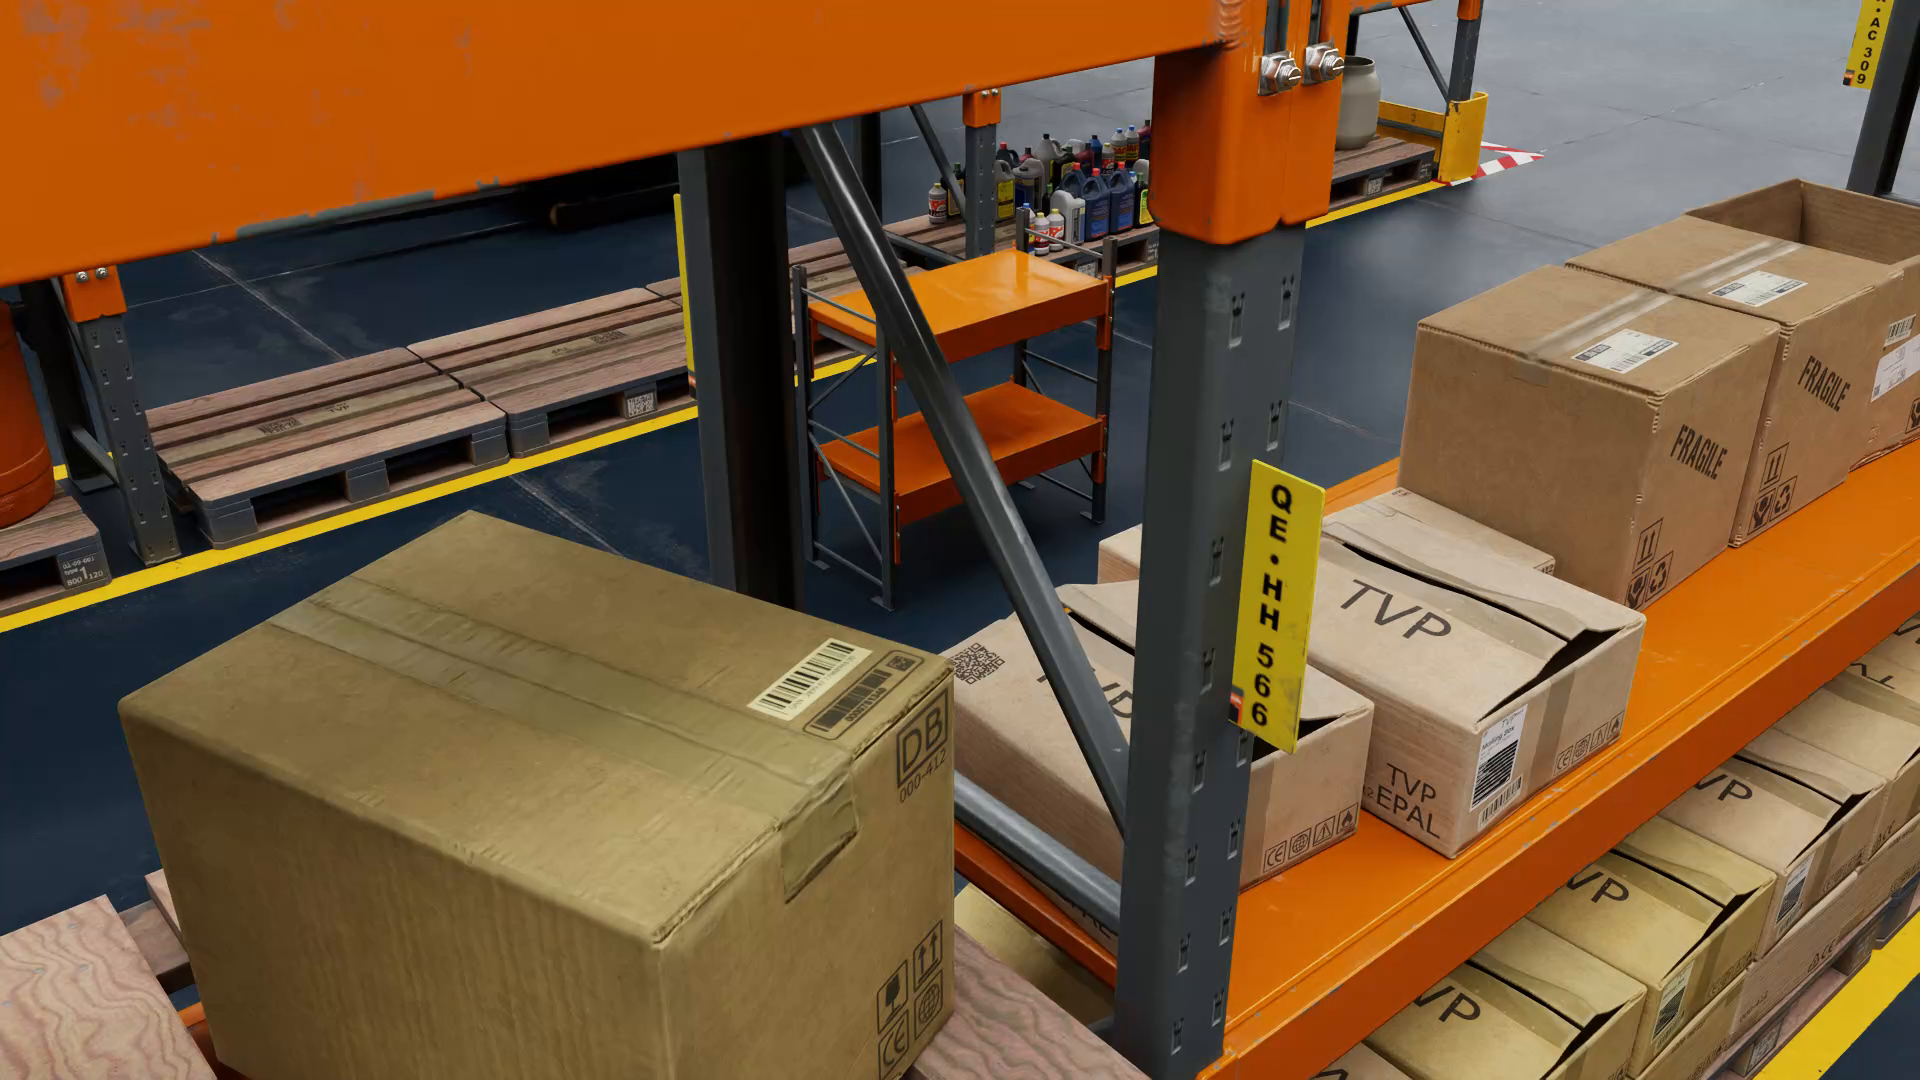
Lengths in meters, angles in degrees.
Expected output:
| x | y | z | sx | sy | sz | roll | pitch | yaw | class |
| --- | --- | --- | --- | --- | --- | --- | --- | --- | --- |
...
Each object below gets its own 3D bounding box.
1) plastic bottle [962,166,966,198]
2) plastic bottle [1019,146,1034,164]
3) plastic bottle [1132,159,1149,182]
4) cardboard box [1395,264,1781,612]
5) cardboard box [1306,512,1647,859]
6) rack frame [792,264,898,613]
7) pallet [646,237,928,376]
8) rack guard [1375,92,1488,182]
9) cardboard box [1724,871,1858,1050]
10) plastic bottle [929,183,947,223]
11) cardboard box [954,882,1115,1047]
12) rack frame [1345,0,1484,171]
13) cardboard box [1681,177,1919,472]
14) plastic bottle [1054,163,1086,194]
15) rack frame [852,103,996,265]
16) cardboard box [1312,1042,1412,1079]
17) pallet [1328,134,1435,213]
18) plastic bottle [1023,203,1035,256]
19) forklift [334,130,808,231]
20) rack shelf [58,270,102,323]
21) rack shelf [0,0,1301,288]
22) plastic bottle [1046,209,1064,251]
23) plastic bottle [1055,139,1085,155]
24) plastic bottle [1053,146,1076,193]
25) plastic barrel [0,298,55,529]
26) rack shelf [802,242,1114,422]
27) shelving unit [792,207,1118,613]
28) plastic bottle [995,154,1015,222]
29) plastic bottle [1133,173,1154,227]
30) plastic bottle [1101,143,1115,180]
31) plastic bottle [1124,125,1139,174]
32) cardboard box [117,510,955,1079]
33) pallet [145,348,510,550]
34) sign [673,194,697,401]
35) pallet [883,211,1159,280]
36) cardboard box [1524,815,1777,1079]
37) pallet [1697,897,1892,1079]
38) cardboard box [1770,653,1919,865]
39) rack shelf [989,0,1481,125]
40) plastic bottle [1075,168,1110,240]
| x | y | z | sx | sy | sz | roll | pitch | yaw | class |
| --- | --- | --- | --- | --- | --- | --- | --- | --- | --- |
| 0.109 | -1.968 | 9.093 | 0.185 | 0.351 | 0.144 | -23 | 36 | -36 | plastic bottle |
| 0.351 | -2.061 | 9.340 | 0.133 | 0.283 | 0.061 | -19 | 34 | -32 | plastic bottle |
| 1.041 | -1.966 | 9.169 | 0.135 | 0.276 | 0.152 | -22 | 35 | -35 | plastic bottle |
| 1.241 | -0.204 | 3.343 | 0.500 | 0.500 | 0.500 | -24 | 36 | -37 | cardboard box |
| 0.781 | 0.195 | 2.798 | 0.500 | 0.311 | 0.500 | -22 | 35 | -35 | cardboard box |
| -0.392 | -0.339 | 5.690 | 0.032 | 1.125 | 0.500 | -22 | 35 | -35 | rack frame |
| -0.767 | -1.157 | 8.192 | 1.213 | 0.211 | 1.003 | -22 | 35 | -35 | pallet |
| 2.821 | -2.723 | 10.814 | 0.348 | 0.500 | 1.175 | -22 | 35 | -35 | rack guard |
| 1.728 | 0.860 | 3.930 | 0.500 | 0.250 | 0.500 | -21 | 35 | -34 | cardboard box |
| -0.121 | -1.824 | 8.983 | 0.097 | 0.201 | 0.097 | 0 | 28 | 0 | plastic bottle |
| 0.213 | 0.891 | 3.277 | 0.500 | 0.311 | 0.500 | -21 | 34 | -34 | cardboard box |
| 2.849 | -3.865 | 10.300 | 0.127 | 3.000 | 1.000 | -22 | 35 | -35 | rack frame |
| 2.022 | -0.518 | 3.931 | 0.500 | 0.500 | 0.500 | -19 | 34 | -31 | cardboard box |
| 0.596 | -1.817 | 8.811 | 0.185 | 0.351 | 0.144 | -22 | 35 | -35 | plastic bottle |
| -0.194 | -2.641 | 8.010 | 0.127 | 3.000 | 1.000 | -22 | 35 | -35 | rack frame |
| 0.564 | 1.085 | 2.915 | 0.500 | 0.311 | 0.500 | -21 | 34 | -33 | cardboard box |
| 2.200 | -2.349 | 10.421 | 1.213 | 0.211 | 1.003 | -22 | 35 | -35 | pallet |
| 0.333 | -1.573 | 8.438 | 0.097 | 0.271 | 0.097 | 0 | 28 | 0 | plastic bottle |
| -2.347 | -3.351 | 9.411 | 3.031 | 2.935 | 1.130 | -20 | 34 | -32 | forklift |
| -4.759 | -0.489 | 4.745 | 4.000 | 0.370 | 1.077 | -22 | 35 | -35 | rack shelf |
| -1.547 | -0.034 | 0.713 | 4.000 | 0.370 | 1.077 | -22 | 35 | -35 | rack shelf |
| 0.487 | -1.604 | 8.571 | 0.097 | 0.201 | 0.097 | 0 | 28 | 0 | plastic bottle |
| 0.626 | -2.140 | 9.496 | 0.135 | 0.276 | 0.152 | -21 | 35 | -34 | plastic bottle |
| 0.586 | -2.066 | 9.350 | 0.133 | 0.283 | 0.061 | -22 | 35 | -35 | plastic bottle |
| -3.598 | -0.490 | 5.842 | 0.708 | 0.830 | 0.600 | -22 | 35 | -35 | plastic barrel |
| -0.005 | -0.752 | 5.843 | 1.000 | 0.278 | 0.538 | -22 | 35 | -35 | rack shelf |
| -0.005 | -0.494 | 5.981 | 1.048 | 1.125 | 0.538 | -22 | 35 | -35 | shelving unit |
| 0.202 | -1.916 | 8.996 | 0.185 | 0.351 | 0.144 | -22 | 35 | -35 | plastic bottle |
| 0.985 | -1.829 | 8.905 | 0.133 | 0.283 | 0.061 | -20 | 34 | -33 | plastic bottle |
| 0.855 | -2.216 | 9.717 | 0.097 | 0.201 | 0.097 | 0 | 28 | 0 | plastic bottle |
| 1.006 | -2.308 | 9.814 | 0.097 | 0.271 | 0.097 | 0 | 28 | 0 | plastic bottle |
| -0.431 | 0.363 | 1.836 | 0.700 | 0.500 | 0.500 | 15 | 32 | 26 | cardboard box |
| -2.623 | -0.411 | 6.795 | 1.213 | 0.211 | 1.003 | -22 | 35 | -35 | pallet |
| -0.388 | -0.349 | 2.493 | 0.005 | 0.325 | 0.100 | -22 | 35 | -35 | sign |
| 0.344 | -1.602 | 9.024 | 1.213 | 0.211 | 1.003 | -22 | 35 | -35 | pallet |
| 1.347 | 0.766 | 3.511 | 0.500 | 0.311 | 0.500 | -23 | 36 | -36 | cardboard box |
| 1.554 | 0.980 | 4.192 | 1.213 | 0.211 | 1.003 | -22 | 35 | -35 | pallet |
| 2.123 | 0.456 | 4.091 | 0.500 | 0.311 | 0.500 | -22 | 35 | -35 | cardboard box |
| 1.327 | -2.936 | 9.325 | 4.000 | 0.370 | 1.077 | -22 | 35 | -35 | rack shelf |
| 0.689 | -1.765 | 8.715 | 0.185 | 0.351 | 0.144 | -21 | 34 | -34 | plastic bottle |
